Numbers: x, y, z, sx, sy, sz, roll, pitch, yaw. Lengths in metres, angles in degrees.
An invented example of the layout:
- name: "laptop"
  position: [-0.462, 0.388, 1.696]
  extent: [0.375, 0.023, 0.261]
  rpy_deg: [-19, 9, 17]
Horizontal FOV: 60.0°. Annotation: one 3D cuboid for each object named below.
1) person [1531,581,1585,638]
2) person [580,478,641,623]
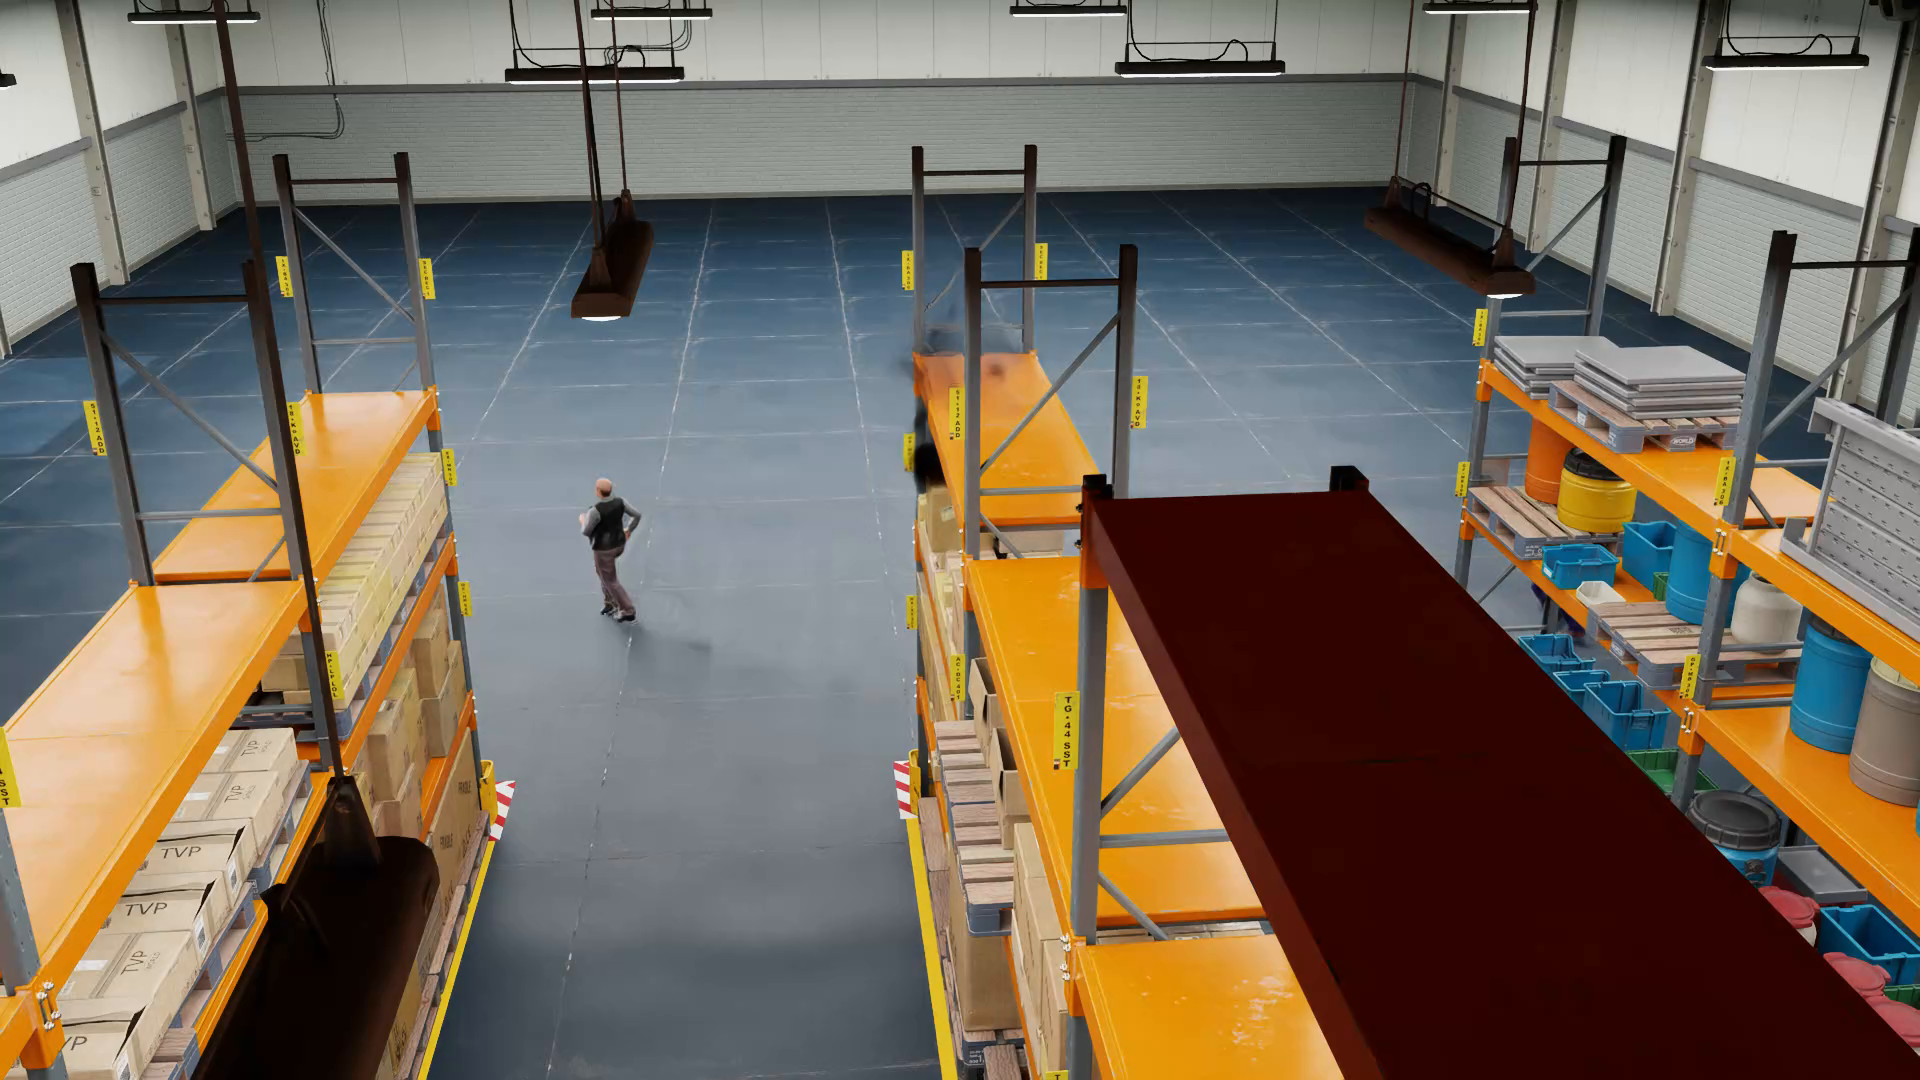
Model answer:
- name: "person"
  position: [6.735, 0.324, 18.613]
  extent: [0.680, 1.655, 0.581]
  rpy_deg: [7, 23, 17]
- name: "person"
  position: [-4.010, 0.132, 18.986]
  extent: [0.764, 1.784, 0.630]
  rpy_deg: [12, 24, 27]
